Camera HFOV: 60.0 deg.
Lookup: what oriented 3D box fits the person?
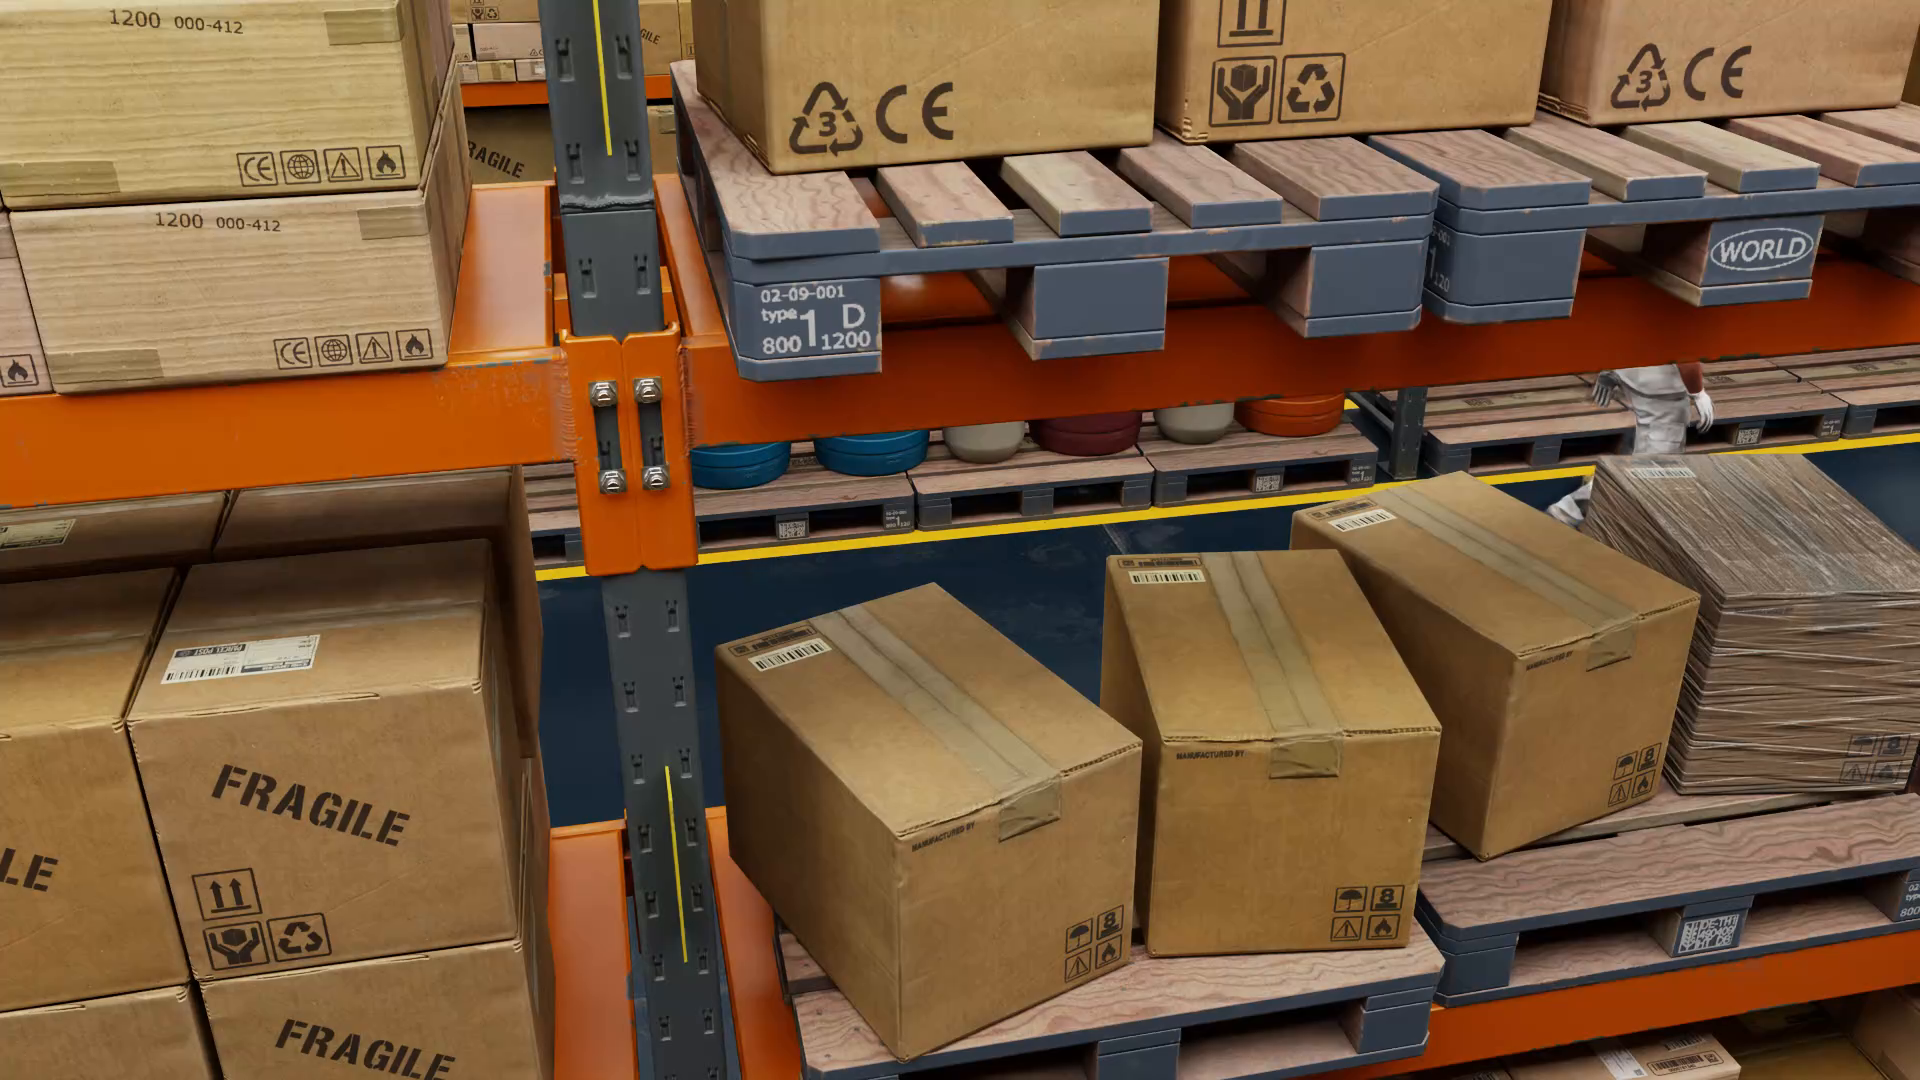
[{"bbox_3d":[3.109,-0.709,7.490,0.920,1.749,0.583,-3,27,-6],"label":"person"}]
